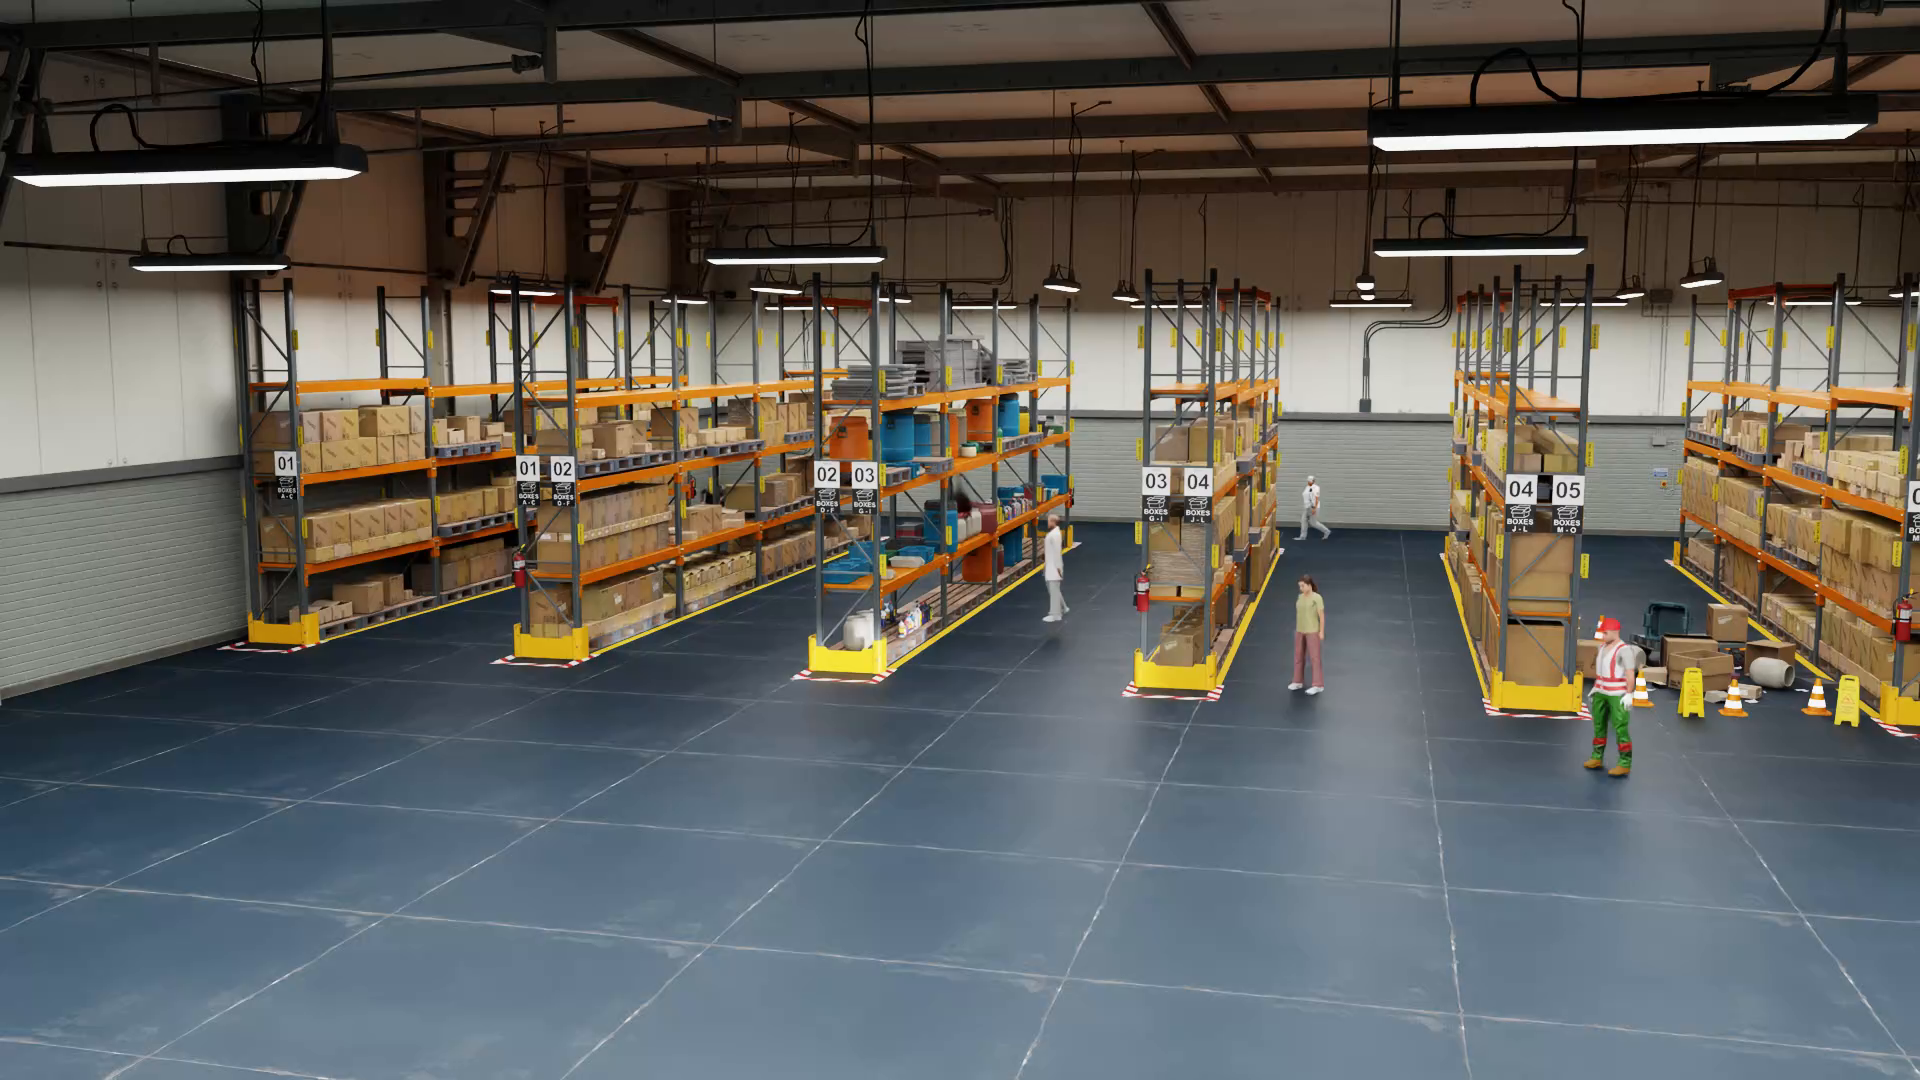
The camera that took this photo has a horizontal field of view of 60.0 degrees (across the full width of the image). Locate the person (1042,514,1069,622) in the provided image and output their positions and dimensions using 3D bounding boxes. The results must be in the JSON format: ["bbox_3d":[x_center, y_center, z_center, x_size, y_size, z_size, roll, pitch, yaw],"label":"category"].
[{"bbox_3d":[1.623,0.488,28.010,0.470,1.852,0.639,0,7,1],"label":"person"}]

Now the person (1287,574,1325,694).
[{"bbox_3d":[4.939,1.332,23.750,0.395,1.662,0.527,-5,8,-35],"label":"person"}]

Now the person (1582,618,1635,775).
[{"bbox_3d":[7.539,1.795,19.351,0.402,1.784,0.614,-3,8,-26],"label":"person"}]

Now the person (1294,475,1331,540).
[{"bbox_3d":[8.820,-0.794,41.536,0.874,1.630,0.500,0,7,-3],"label":"person"}]

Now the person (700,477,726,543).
[{"bbox_3d":[-6.012,-0.723,40.434,0.715,1.694,0.995,1,7,12],"label":"person"}]
